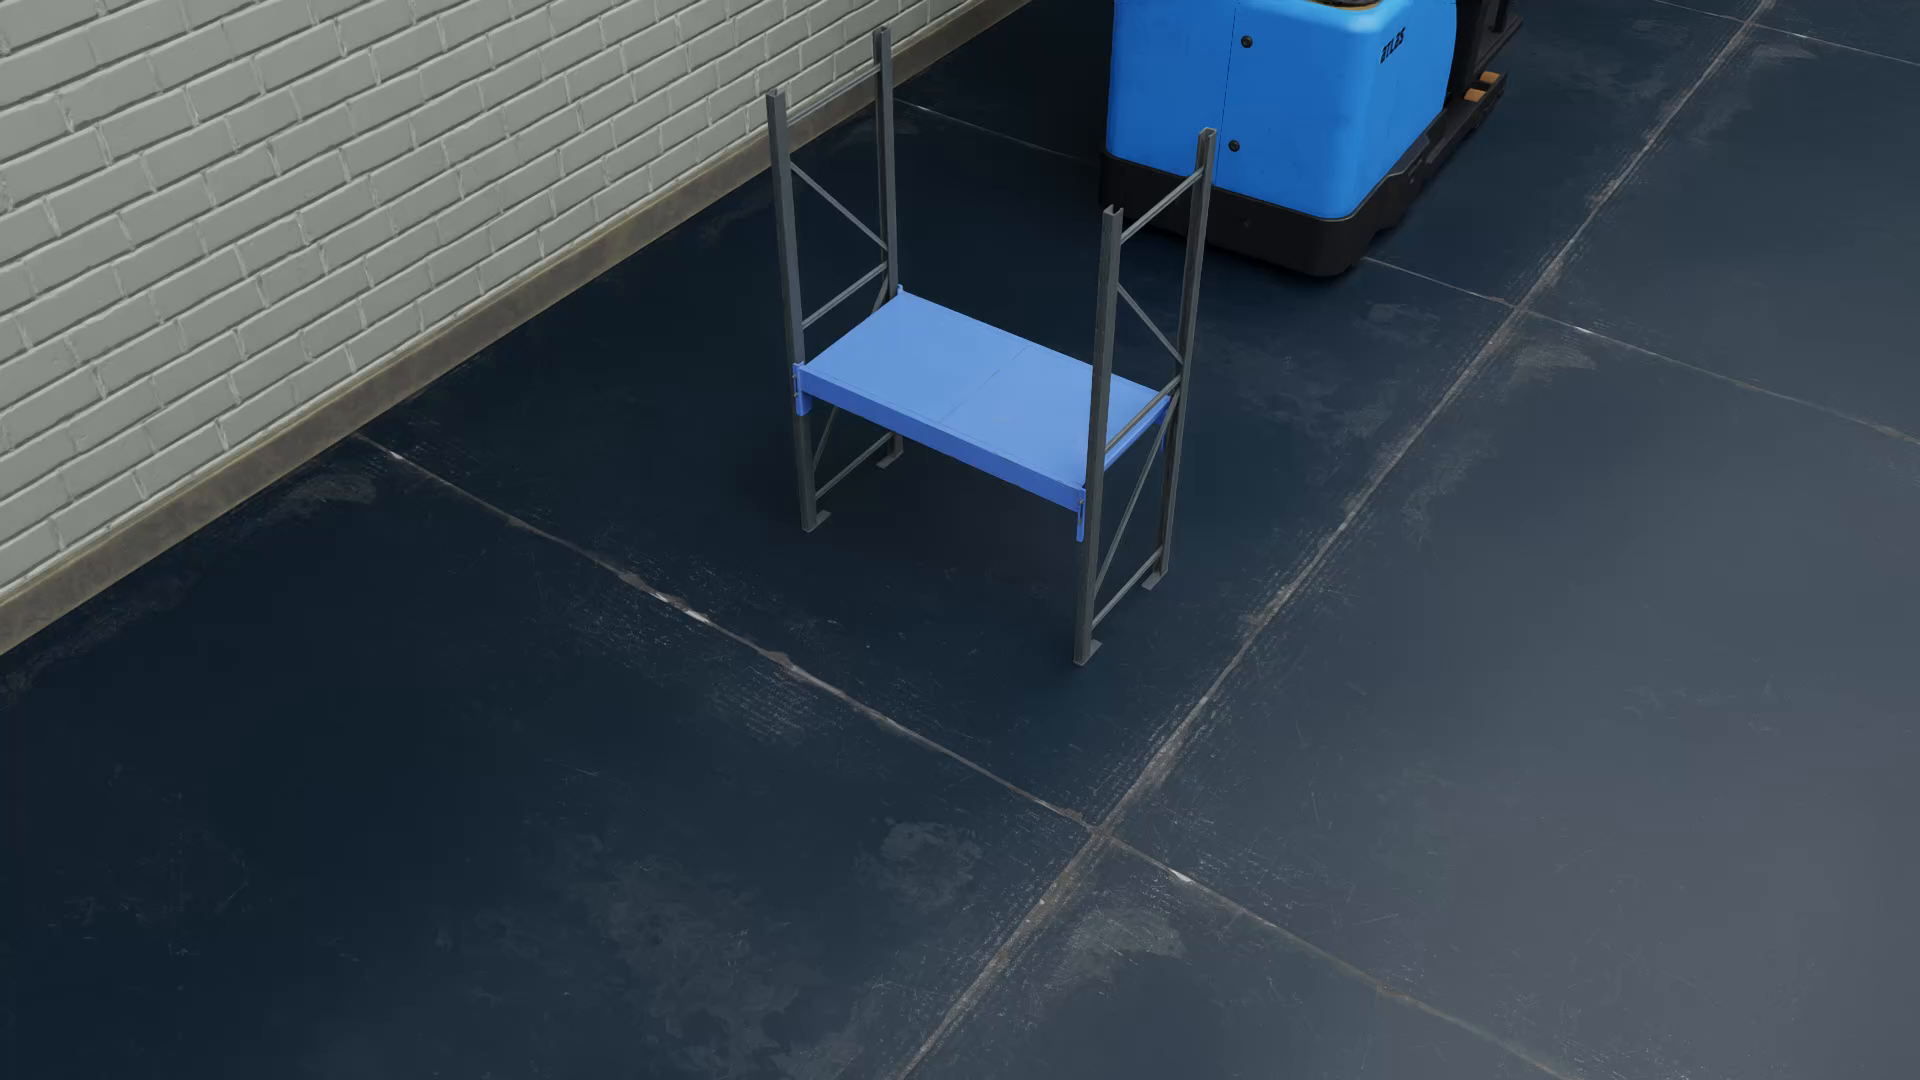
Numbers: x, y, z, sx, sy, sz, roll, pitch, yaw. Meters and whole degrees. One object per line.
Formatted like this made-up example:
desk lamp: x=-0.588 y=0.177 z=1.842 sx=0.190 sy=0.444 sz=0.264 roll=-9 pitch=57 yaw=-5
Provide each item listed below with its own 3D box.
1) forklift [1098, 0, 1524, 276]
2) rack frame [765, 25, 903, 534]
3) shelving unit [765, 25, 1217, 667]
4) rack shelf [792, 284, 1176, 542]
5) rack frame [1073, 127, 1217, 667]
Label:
forklift: x=1.762 y=-3.042 z=6.452 sx=1.130 sy=2.935 sz=3.031 roll=23 pitch=47 yaw=23
rack frame: x=-0.346 y=-0.721 z=4.931 sx=0.032 sy=1.500 sz=0.500 roll=25 pitch=48 yaw=25
shelving unit: x=0.070 y=-0.526 z=4.713 sx=1.048 sy=1.500 sz=0.538 roll=25 pitch=48 yaw=25
rack shelf: x=0.070 y=-0.392 z=4.833 sx=1.000 sy=0.185 sz=0.538 roll=25 pitch=48 yaw=25
rack frame: x=0.486 y=-0.332 z=4.496 sx=0.032 sy=1.500 sz=0.500 roll=25 pitch=48 yaw=25
